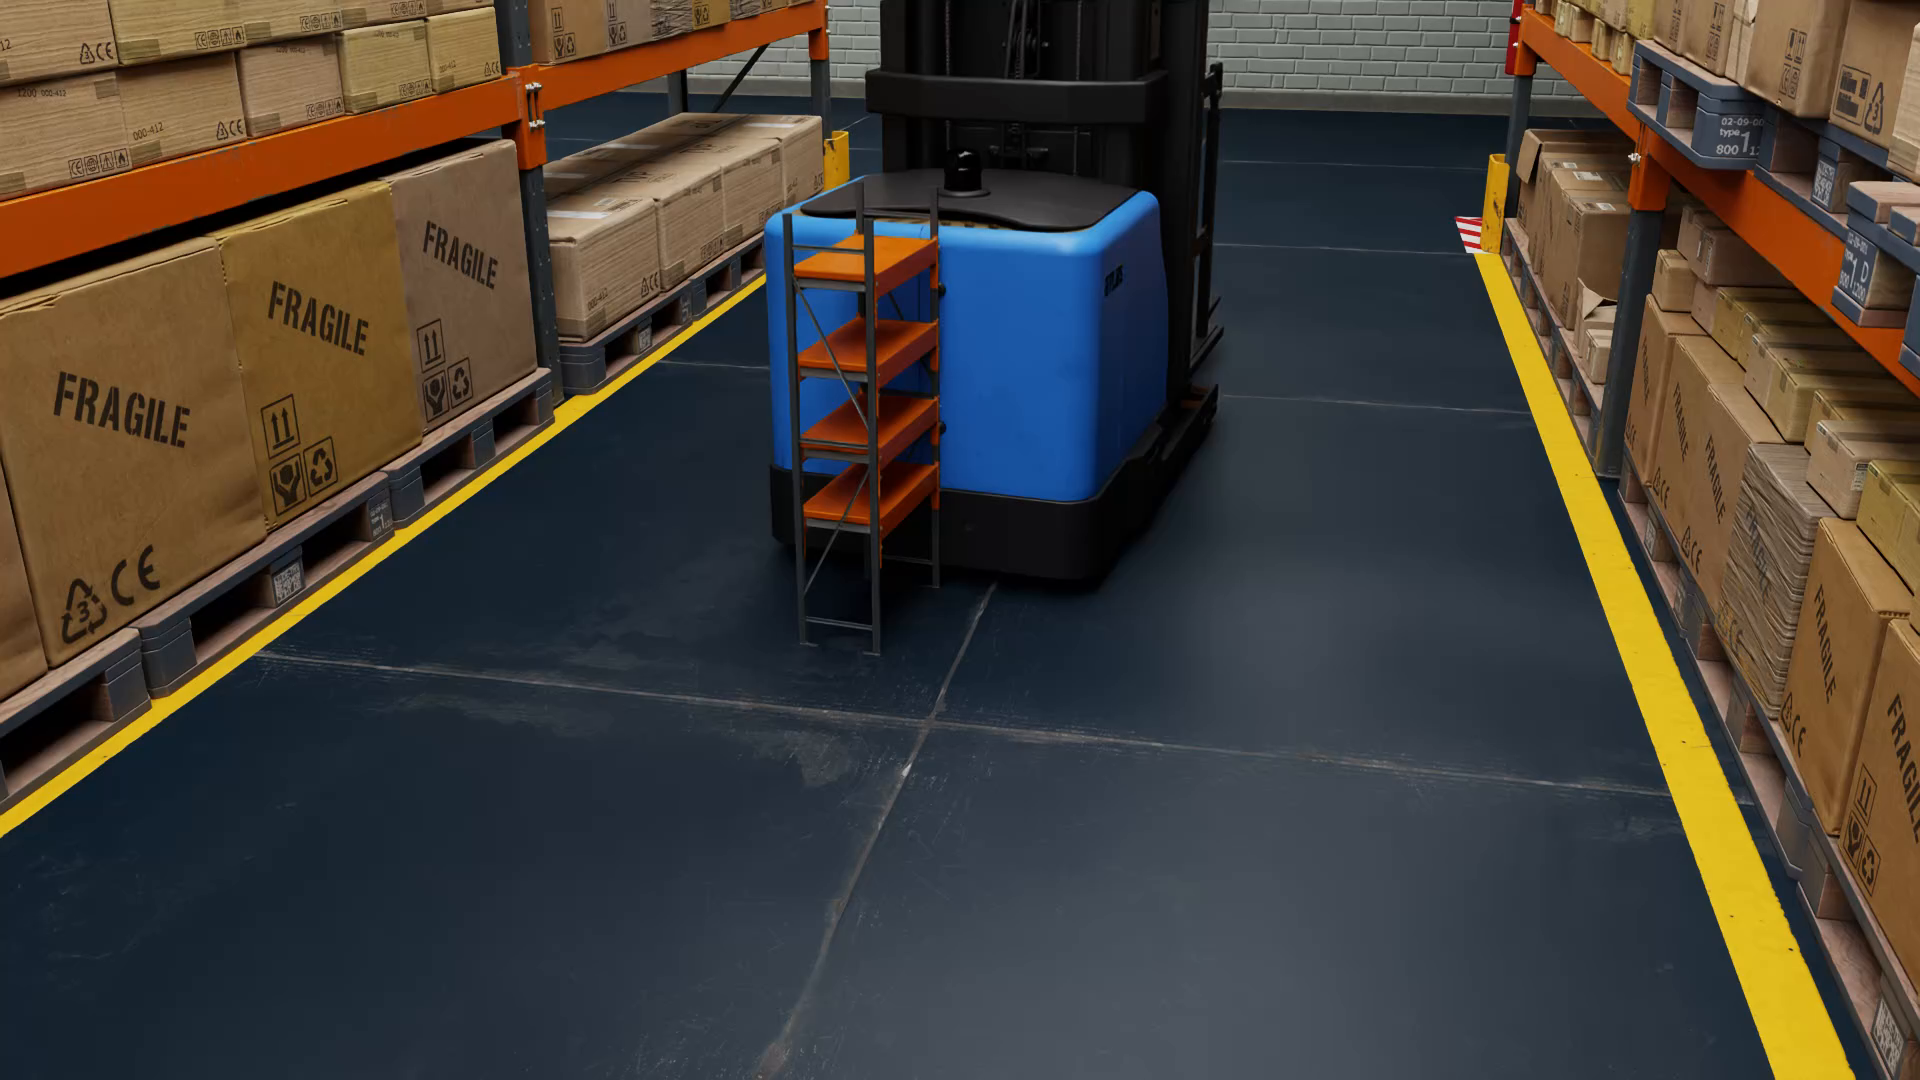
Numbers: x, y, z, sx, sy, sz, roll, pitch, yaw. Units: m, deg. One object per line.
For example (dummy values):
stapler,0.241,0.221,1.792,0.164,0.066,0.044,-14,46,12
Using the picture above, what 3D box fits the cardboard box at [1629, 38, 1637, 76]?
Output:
cardboard box,2.605,-1.706,5.910,0.380,0.149,0.250,5,22,12

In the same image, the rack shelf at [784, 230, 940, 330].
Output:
rack shelf,-0.252,-0.701,4.437,0.258,0.148,0.480,7,23,17

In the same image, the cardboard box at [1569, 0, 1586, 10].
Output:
cardboard box,2.929,-2.417,7.142,0.500,0.250,0.500,4,22,10

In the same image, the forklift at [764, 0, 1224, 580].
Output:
forklift,0.364,-1.764,5.810,1.130,2.935,3.031,7,23,17

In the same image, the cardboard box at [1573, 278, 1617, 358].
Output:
cardboard box,2.655,-0.873,6.604,0.396,0.266,0.258,5,23,13

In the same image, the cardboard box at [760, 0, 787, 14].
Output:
cardboard box,-1.245,-3.097,8.894,0.500,0.500,0.500,4,22,10

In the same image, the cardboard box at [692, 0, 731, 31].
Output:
cardboard box,-1.433,-2.718,7.954,0.500,0.500,0.500,5,22,13

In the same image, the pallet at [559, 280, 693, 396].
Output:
pallet,-1.872,-0.945,7.418,1.003,0.211,1.213,4,22,11

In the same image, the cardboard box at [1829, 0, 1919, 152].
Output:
cardboard box,2.092,-0.981,3.073,0.797,0.503,0.637,4,22,10

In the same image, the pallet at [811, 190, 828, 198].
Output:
pallet,-1.375,-1.838,9.634,1.003,0.211,1.213,4,22,11

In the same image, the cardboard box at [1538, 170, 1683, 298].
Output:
cardboard box,2.936,-1.376,7.539,0.500,0.500,0.500,5,22,12

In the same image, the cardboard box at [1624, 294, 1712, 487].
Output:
cardboard box,2.437,-0.465,5.277,0.500,0.500,0.500,5,23,13

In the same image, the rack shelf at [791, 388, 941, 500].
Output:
rack shelf,-0.252,-0.274,4.609,0.258,0.148,0.480,7,23,17

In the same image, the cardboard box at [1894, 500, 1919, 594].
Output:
cardboard box,2.013,0.049,3.133,0.380,0.149,0.250,5,22,12

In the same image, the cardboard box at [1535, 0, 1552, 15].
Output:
cardboard box,3.236,-2.837,8.718,0.380,0.149,0.250,4,22,11

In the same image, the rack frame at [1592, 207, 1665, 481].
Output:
rack frame,2.756,-1.590,5.286,1.000,3.000,0.127,4,22,11

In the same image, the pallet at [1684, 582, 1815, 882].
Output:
pallet,2.380,0.452,3.950,1.003,0.211,1.213,4,22,11

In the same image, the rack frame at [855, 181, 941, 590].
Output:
rack frame,-0.175,-0.423,4.798,0.240,1.200,0.015,7,23,17

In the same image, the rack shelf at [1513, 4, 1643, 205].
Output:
rack shelf,3.164,-1.987,7.236,1.077,0.370,4.000,4,22,11

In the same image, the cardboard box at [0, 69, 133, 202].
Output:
cardboard box,-2.374,-0.975,3.959,0.500,0.250,0.500,5,23,13

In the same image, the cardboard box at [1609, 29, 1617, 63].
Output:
cardboard box,2.715,-1.897,6.384,0.380,0.149,0.250,5,22,12

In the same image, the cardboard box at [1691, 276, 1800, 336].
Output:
cardboard box,2.441,-0.708,5.011,0.380,0.149,0.250,4,22,9

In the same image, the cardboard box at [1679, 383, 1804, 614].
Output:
cardboard box,2.232,-0.088,4.340,0.500,0.500,0.500,4,22,9

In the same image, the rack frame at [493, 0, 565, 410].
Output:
rack frame,-2.104,-1.967,6.222,1.000,3.000,0.127,4,22,11

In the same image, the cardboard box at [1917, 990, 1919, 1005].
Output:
cardboard box,1.815,0.667,2.466,0.500,0.500,0.500,5,22,12

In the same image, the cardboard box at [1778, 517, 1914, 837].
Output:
cardboard box,2.032,0.293,3.395,0.500,0.500,0.500,5,23,13

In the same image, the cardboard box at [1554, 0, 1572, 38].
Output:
cardboard box,2.925,-2.369,7.558,0.380,0.149,0.250,4,22,9

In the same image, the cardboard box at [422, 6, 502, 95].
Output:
cardboard box,-1.949,-1.714,5.795,0.500,0.250,0.500,4,22,10

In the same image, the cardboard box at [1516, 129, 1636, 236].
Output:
cardboard box,3.354,-1.873,8.768,0.797,0.503,0.637,4,22,9

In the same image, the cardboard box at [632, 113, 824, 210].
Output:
cardboard box,-1.325,-2.187,9.636,0.875,0.438,0.875,4,22,9

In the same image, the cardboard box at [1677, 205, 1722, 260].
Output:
cardboard box,2.481,-0.948,5.210,0.380,0.149,0.250,4,22,10

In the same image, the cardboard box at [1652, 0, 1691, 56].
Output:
cardboard box,2.438,-1.671,4.792,0.700,0.500,0.500,5,22,12

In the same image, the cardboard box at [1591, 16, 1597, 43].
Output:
cardboard box,2.906,-2.172,7.068,0.380,0.149,0.250,4,22,11

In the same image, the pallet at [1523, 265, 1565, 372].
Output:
pallet,3.144,-0.995,7.541,1.003,0.211,1.213,4,22,11

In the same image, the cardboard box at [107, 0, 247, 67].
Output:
cardboard box,-2.239,-1.387,4.315,0.500,0.250,0.500,5,22,12

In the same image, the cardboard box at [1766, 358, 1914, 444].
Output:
cardboard box,2.217,-0.333,4.080,0.380,0.149,0.250,5,23,13

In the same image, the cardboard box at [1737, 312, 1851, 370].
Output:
cardboard box,2.357,-0.512,4.525,0.380,0.149,0.250,4,22,10

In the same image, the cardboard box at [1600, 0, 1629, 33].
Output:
cardboard box,2.709,-2.047,6.224,0.500,0.250,0.500,5,22,11

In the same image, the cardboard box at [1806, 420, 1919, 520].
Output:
cardboard box,2.090,-0.146,3.616,0.380,0.149,0.250,3,22,8

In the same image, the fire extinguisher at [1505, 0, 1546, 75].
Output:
fire extinguisher,3.150,-2.933,9.223,0.296,0.674,0.183,4,22,11

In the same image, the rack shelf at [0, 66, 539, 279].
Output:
rack shelf,-2.512,-0.902,4.540,1.077,0.370,4.000,4,22,11

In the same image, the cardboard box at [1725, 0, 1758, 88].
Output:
cardboard box,2.097,-1.243,4.043,0.396,0.266,0.258,6,23,14

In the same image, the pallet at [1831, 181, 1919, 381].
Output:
pallet,2.009,-0.291,2.318,1.213,0.211,1.003,4,22,11

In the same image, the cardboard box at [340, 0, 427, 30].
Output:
cardboard box,-2.051,-1.766,5.255,0.500,0.250,0.500,5,22,12

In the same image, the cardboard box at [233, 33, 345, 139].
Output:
cardboard box,-2.176,-1.345,4.878,0.500,0.250,0.500,4,22,9

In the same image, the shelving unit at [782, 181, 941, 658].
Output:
shelving unit,-0.252,-0.337,4.583,0.258,1.200,0.503,7,23,17

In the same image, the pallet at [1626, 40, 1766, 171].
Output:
pallet,2.486,-1.217,4.616,1.003,0.211,1.213,4,22,11

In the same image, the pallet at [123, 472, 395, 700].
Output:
pallet,-2.435,0.062,4.917,1.003,0.211,1.213,4,22,11

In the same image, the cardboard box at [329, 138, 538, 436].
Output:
cardboard box,-2.152,-0.943,5.962,0.875,0.875,0.875,5,23,13

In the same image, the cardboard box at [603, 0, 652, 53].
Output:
cardboard box,-1.645,-2.348,7.036,0.500,0.500,0.500,5,22,11

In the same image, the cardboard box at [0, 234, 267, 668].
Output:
cardboard box,-2.512,-0.285,4.329,0.875,0.875,0.875,5,22,12

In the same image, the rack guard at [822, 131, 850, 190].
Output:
rack guard,-1.283,-2.279,10.343,1.175,0.500,0.348,4,22,11

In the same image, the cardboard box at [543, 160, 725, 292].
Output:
cardboard box,-1.689,-1.522,7.985,0.875,0.438,0.875,4,22,9
